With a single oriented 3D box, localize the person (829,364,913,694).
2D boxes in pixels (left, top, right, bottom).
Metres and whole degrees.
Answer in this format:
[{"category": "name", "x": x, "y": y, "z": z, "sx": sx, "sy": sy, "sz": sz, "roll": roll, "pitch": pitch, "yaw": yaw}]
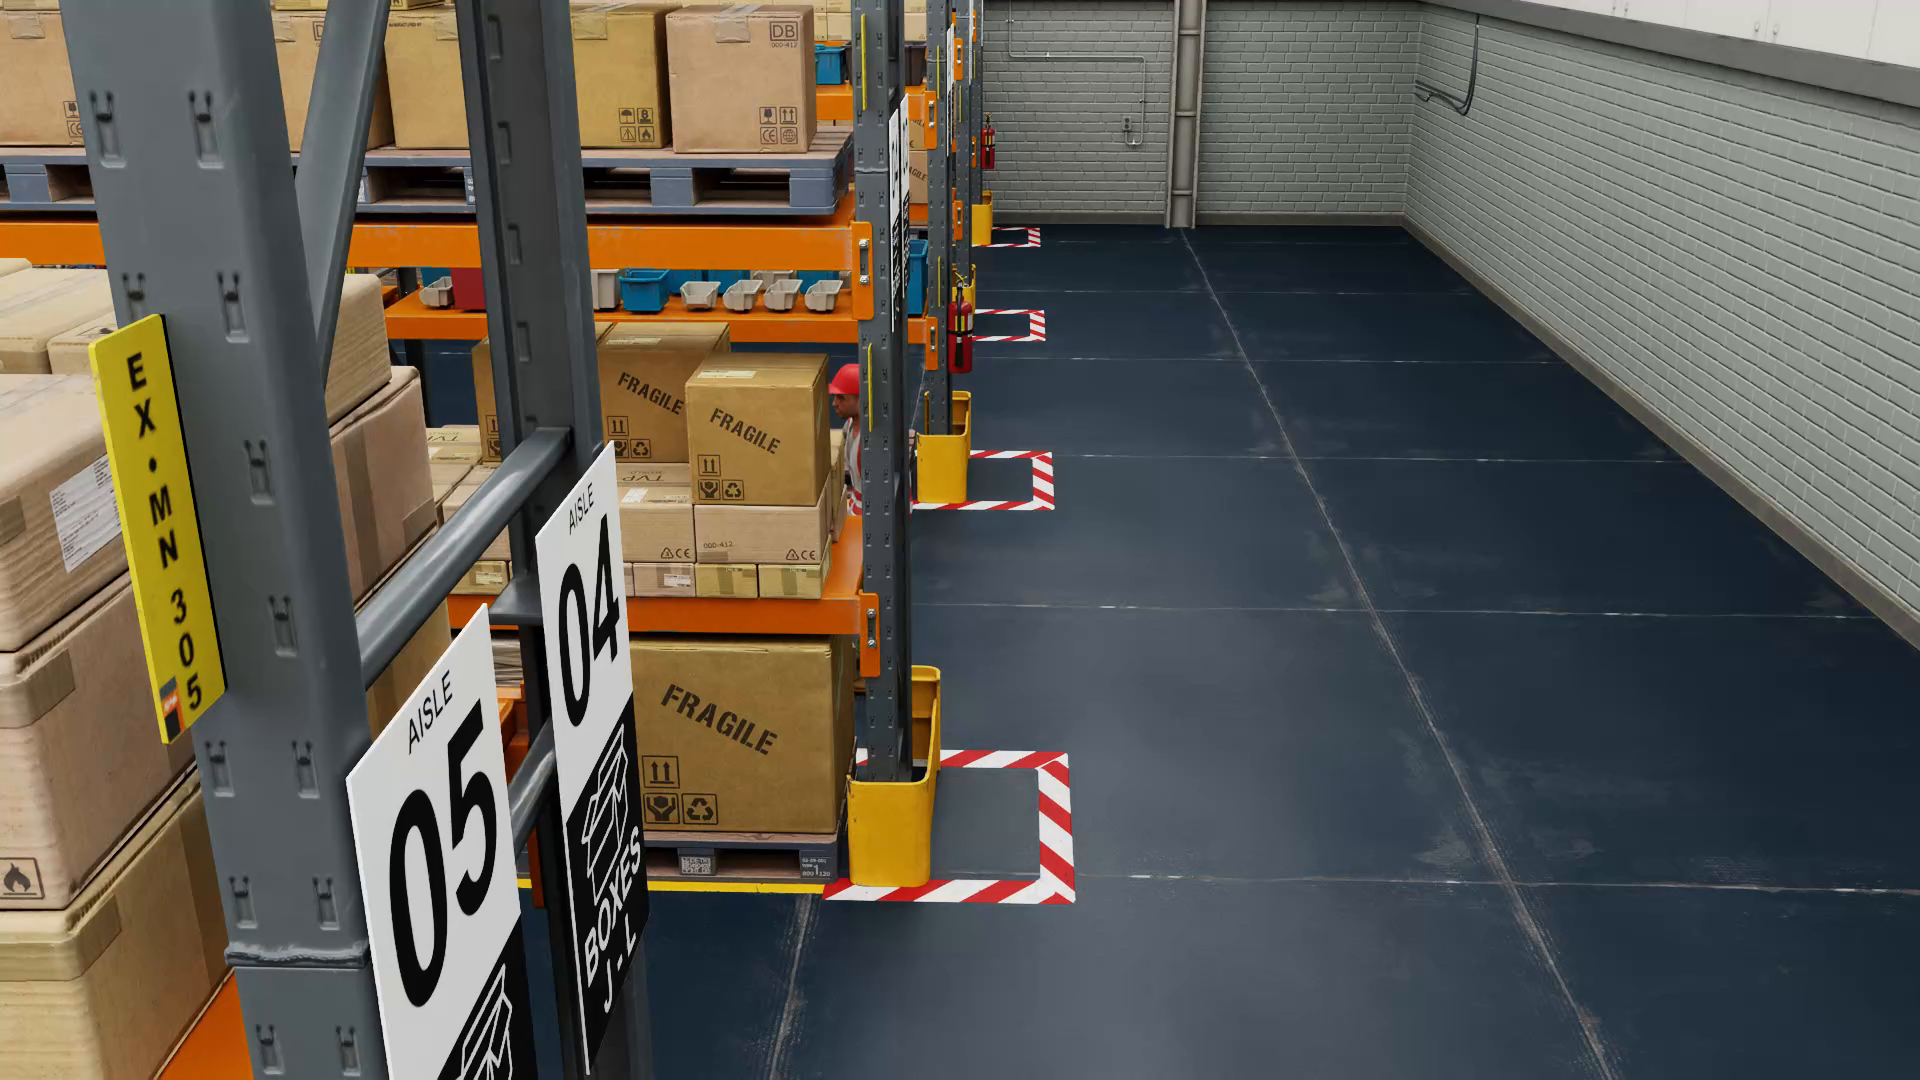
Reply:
[{"category": "person", "x": -0.487, "y": -0.069, "z": 8.742, "sx": 0.447, "sy": 1.778, "sz": 0.620, "roll": -6, "pitch": 21, "yaw": -15}]
